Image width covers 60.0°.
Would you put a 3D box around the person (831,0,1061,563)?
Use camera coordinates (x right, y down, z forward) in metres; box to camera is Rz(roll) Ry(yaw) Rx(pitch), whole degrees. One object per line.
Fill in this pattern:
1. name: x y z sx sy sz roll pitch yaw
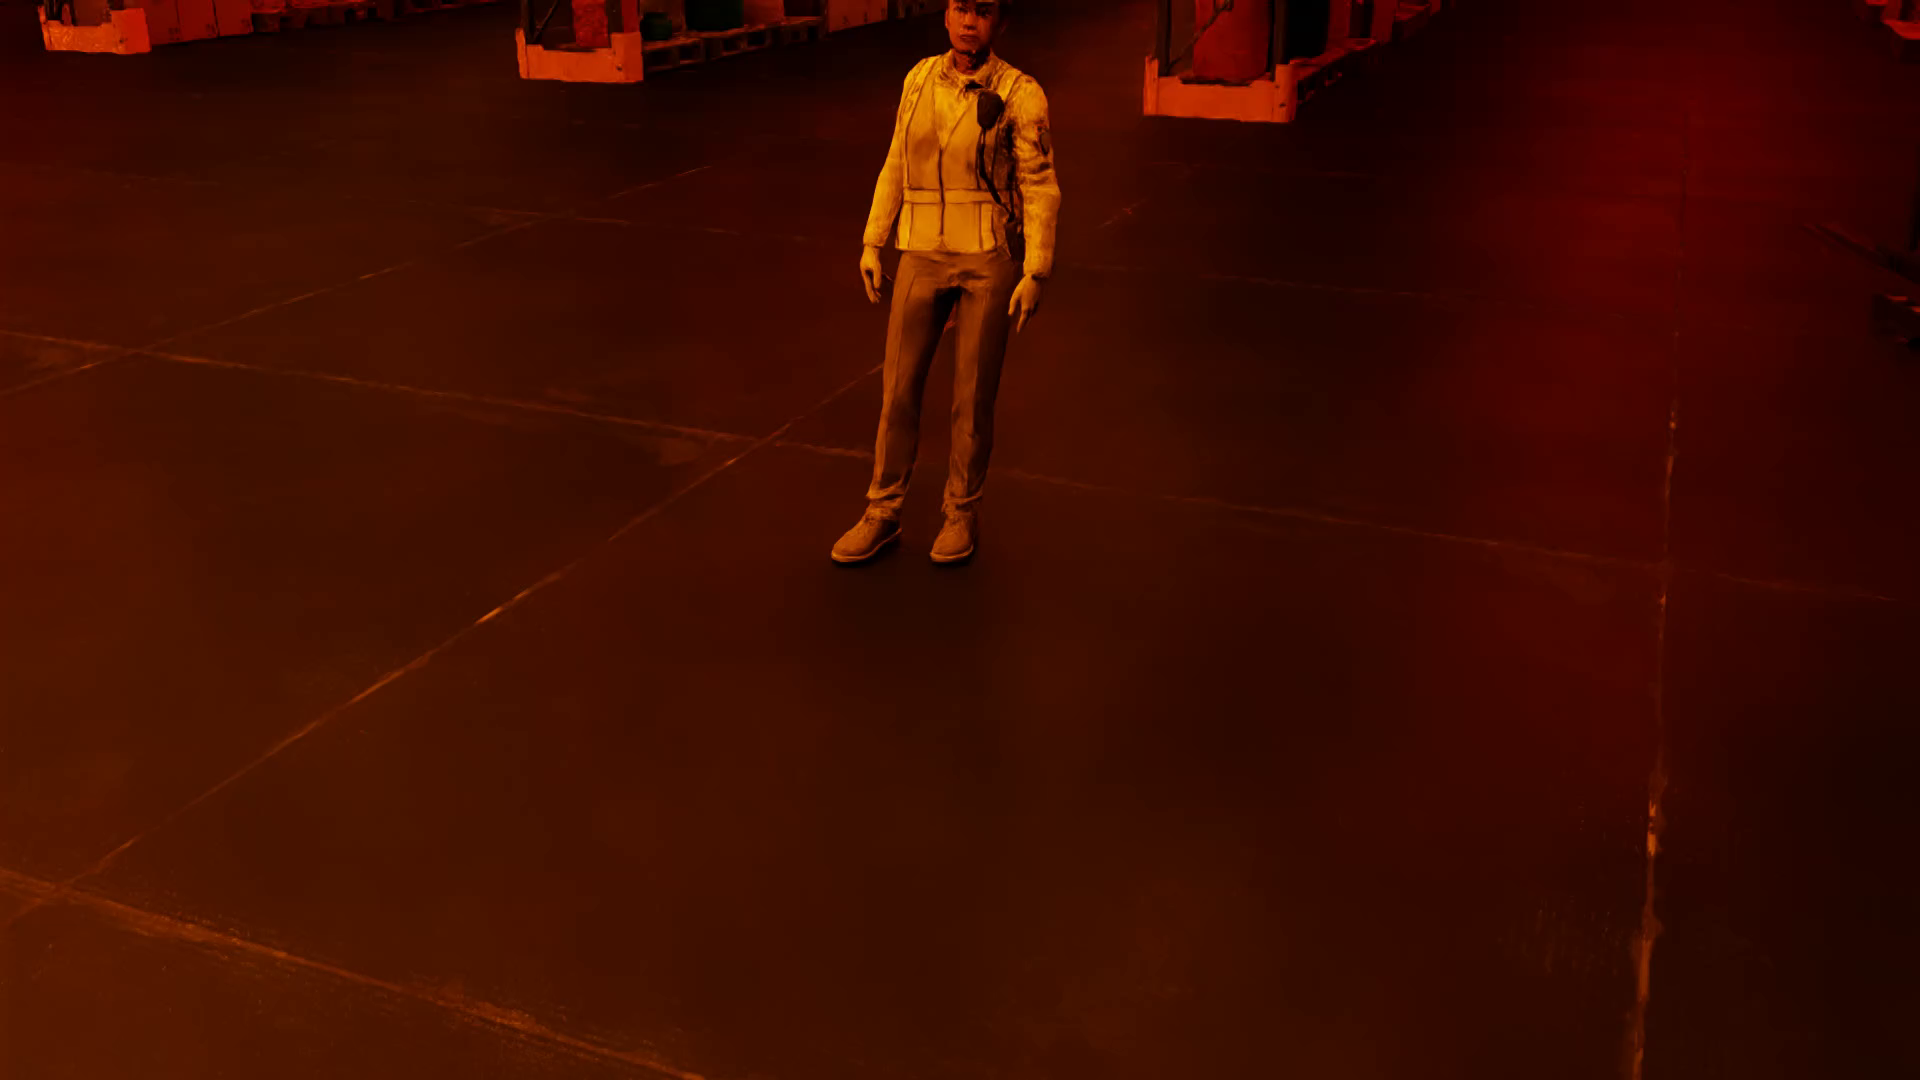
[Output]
1. person: -0.032 -0.766 4.708 0.586 1.695 0.533 9 24 21

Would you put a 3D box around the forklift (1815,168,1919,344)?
1. forklift: 4.554 -2.153 6.443 1.130 2.935 3.031 1 23 2
